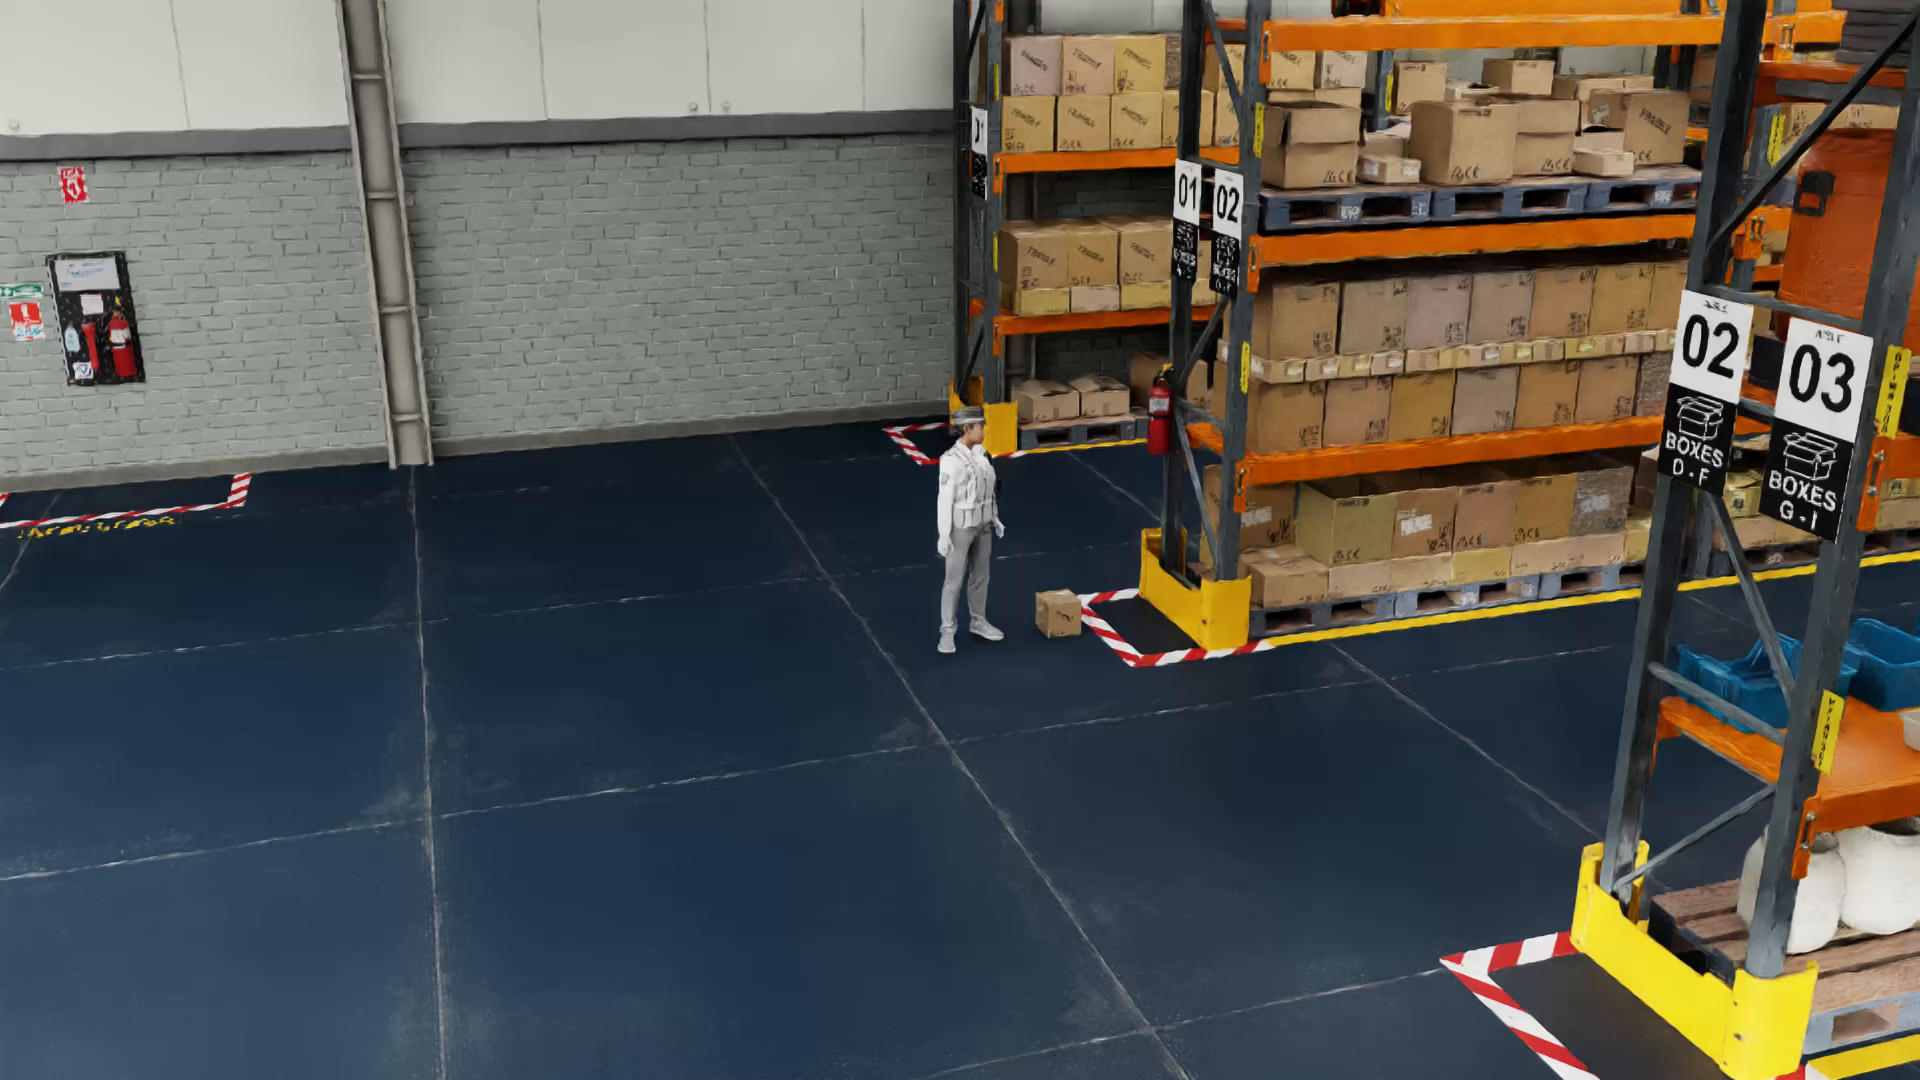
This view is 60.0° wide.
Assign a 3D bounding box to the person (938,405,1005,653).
[{"bbox_3d":[0.072,-0.089,11.240,0.359,1.679,0.581,15,24,37],"label":"person"}]
